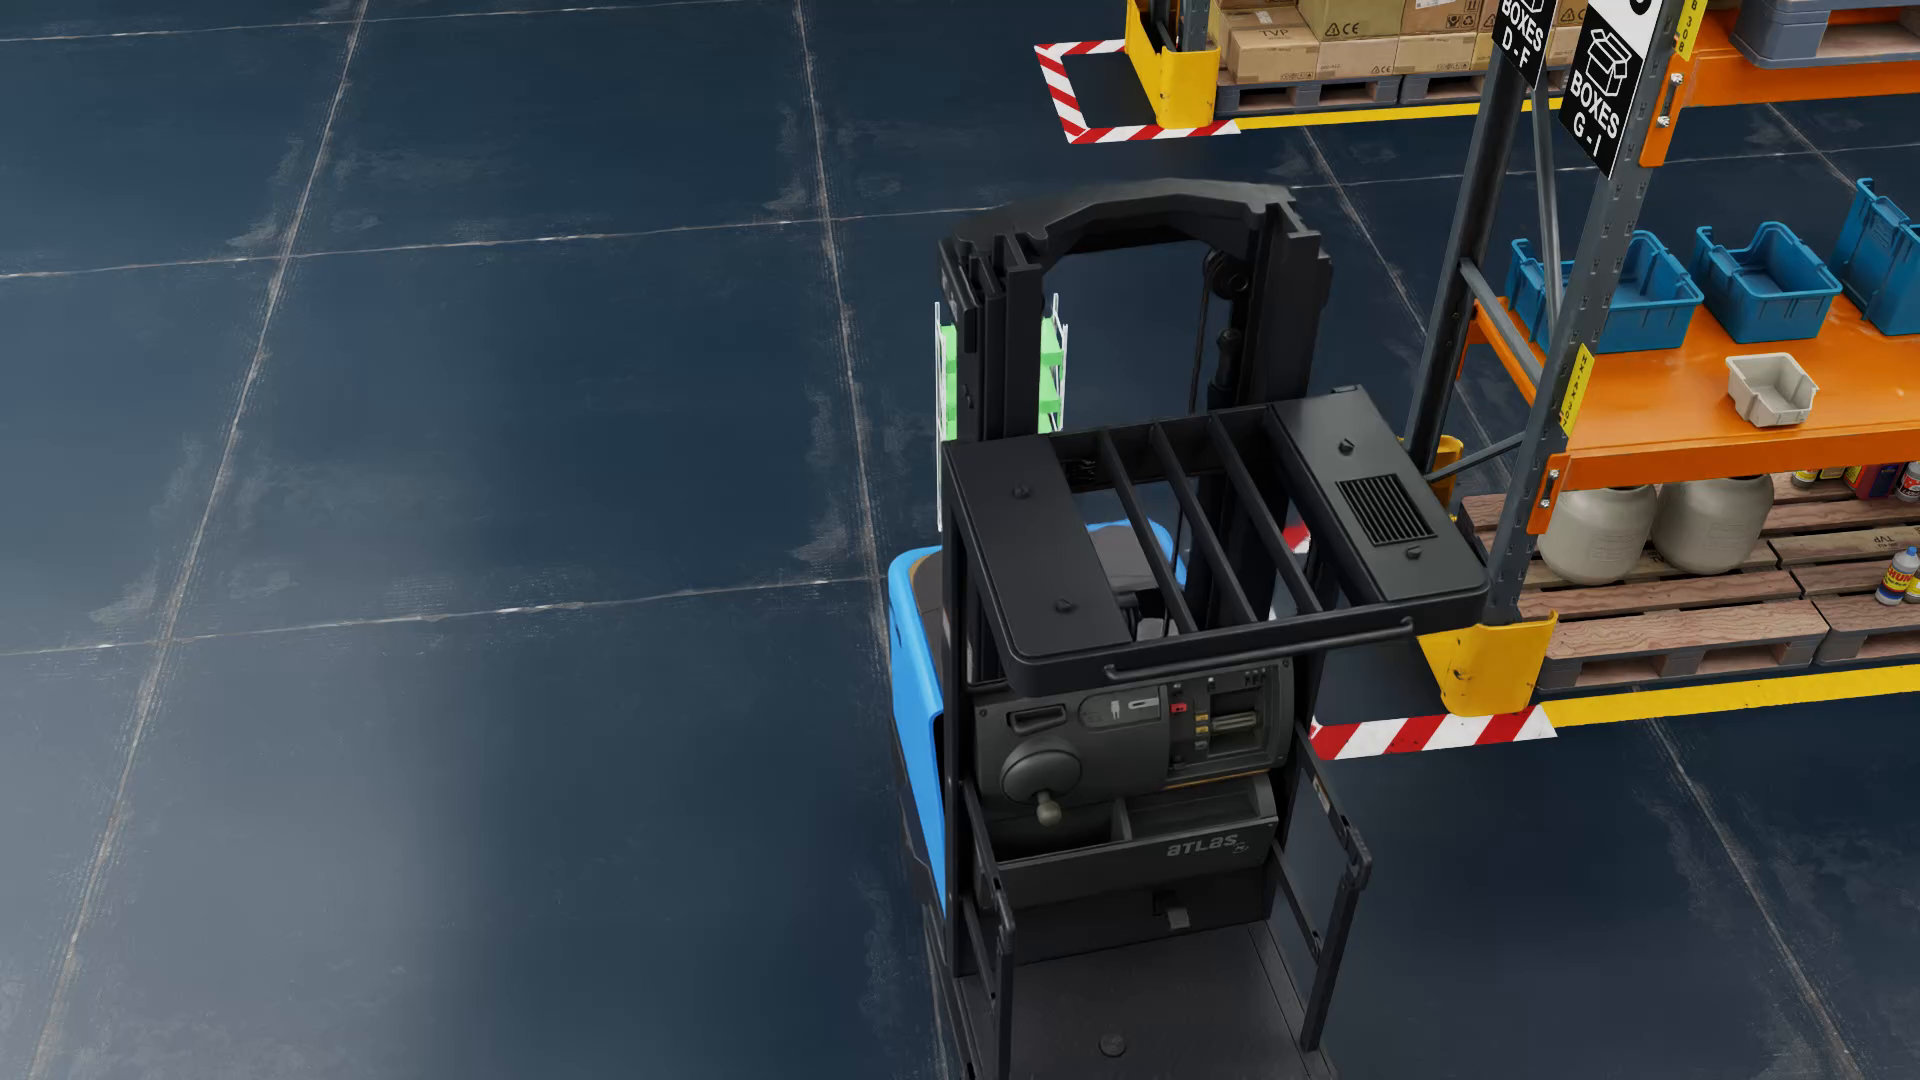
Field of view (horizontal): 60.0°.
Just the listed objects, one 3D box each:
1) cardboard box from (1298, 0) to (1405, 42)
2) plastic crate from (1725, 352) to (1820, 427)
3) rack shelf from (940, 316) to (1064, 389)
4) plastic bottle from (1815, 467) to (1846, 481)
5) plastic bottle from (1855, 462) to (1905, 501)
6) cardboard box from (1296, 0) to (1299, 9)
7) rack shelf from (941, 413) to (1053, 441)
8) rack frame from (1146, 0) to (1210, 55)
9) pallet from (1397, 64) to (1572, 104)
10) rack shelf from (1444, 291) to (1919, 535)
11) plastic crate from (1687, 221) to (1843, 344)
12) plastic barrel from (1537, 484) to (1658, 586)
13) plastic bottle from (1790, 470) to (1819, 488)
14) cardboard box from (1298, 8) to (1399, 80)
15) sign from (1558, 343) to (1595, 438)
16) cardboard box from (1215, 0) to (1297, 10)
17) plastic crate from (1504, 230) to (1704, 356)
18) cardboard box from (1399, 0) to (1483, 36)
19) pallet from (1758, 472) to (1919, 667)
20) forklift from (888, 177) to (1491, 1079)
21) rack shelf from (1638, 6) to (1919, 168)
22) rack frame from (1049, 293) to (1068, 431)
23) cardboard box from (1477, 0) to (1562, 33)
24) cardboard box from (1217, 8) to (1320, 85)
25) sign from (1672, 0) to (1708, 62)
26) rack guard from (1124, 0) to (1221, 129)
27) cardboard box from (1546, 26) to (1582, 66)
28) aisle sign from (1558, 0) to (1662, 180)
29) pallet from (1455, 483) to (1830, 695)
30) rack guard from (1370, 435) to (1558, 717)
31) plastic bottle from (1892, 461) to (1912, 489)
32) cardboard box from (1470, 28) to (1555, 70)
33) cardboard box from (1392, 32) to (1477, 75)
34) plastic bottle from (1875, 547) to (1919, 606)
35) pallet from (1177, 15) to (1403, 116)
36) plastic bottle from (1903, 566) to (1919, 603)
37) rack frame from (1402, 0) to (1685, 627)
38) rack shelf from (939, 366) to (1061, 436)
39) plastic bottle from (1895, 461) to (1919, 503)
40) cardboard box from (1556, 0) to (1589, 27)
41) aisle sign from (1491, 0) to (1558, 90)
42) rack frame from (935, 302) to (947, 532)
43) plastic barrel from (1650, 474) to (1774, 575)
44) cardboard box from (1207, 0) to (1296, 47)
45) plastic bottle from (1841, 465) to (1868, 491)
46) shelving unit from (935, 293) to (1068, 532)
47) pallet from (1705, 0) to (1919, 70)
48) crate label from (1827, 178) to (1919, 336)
[{"bbox_3d":[2.414,-3.409,10.185,0.500,0.500,0.500,-5,42,-6],"label":"cardboard box"},{"bbox_3d":[2.925,-0.528,6.008,0.250,0.136,0.298,-5,42,-6],"label":"plastic crate"},{"bbox_3d":[0.164,-0.769,6.800,0.480,0.148,0.258,-5,42,-6],"label":"rack shelf"},{"bbox_3d":[3.874,-0.390,7.357,0.133,0.283,0.061,-4,42,-4],"label":"plastic bottle"},{"bbox_3d":[4.028,-0.300,7.258,0.133,0.283,0.061,-5,42,-6],"label":"plastic bottle"},{"bbox_3d":[2.345,-3.481,10.824,0.500,0.250,0.500,-5,42,-6],"label":"cardboard box"},{"bbox_3d":[0.164,-0.412,7.122,0.480,0.148,0.258,-5,42,-6],"label":"rack shelf"},{"bbox_3d":[1.358,-4.052,9.718,0.127,3.000,1.000,-5,42,-6],"label":"rack frame"},{"bbox_3d":[3.318,-3.215,10.871,1.213,0.211,1.003,-5,42,-6],"label":"pallet"},{"bbox_3d":[3.979,-0.669,6.504,4.000,0.370,1.077,-5,42,-6],"label":"rack shelf"},{"bbox_3d":[3.098,-1.002,6.447,0.408,0.251,0.499,-5,42,-6],"label":"plastic crate"},{"bbox_3d":[2.639,-0.102,6.883,0.421,0.512,0.421,0,42,0],"label":"plastic barrel"},{"bbox_3d":[3.761,-0.337,7.360,0.097,0.201,0.097,0,42,0],"label":"plastic bottle"},{"bbox_3d":[2.414,-3.132,10.437,0.500,0.250,0.500,-5,42,-6],"label":"cardboard box"},{"bbox_3d":[2.063,-0.499,5.572,0.005,0.325,0.100,-5,42,-6],"label":"sign"},{"bbox_3d":[1.851,-3.710,10.518,0.500,0.500,0.500,-5,42,-6],"label":"cardboard box"},{"bbox_3d":[2.454,-0.949,6.389,0.616,0.251,0.499,-5,42,-6],"label":"plastic crate"},{"bbox_3d":[2.908,-3.461,10.242,0.500,0.500,0.500,-5,42,-6],"label":"cardboard box"},{"bbox_3d":[4.079,0.065,7.236,1.213,0.211,1.003,-5,42,-6],"label":"pallet"},{"bbox_3d":[0.548,0.646,4.560,1.130,2.935,3.031,-8,43,-9],"label":"forklift"},{"bbox_3d":[3.979,-1.783,5.499,4.000,0.370,1.077,-5,42,-6],"label":"rack shelf"},{"bbox_3d":[0.406,-0.481,7.103,0.015,1.200,0.240,-5,42,-6],"label":"rack frame"},{"bbox_3d":[3.406,-3.493,10.277,0.500,0.500,0.500,-5,42,-6],"label":"cardboard box"},{"bbox_3d":[1.918,-3.086,10.386,0.500,0.250,0.500,-5,42,-6],"label":"cardboard box"},{"bbox_3d":[2.063,-1.514,4.657,0.005,0.325,0.100,-5,42,-6],"label":"sign"},{"bbox_3d":[1.334,-3.122,10.553,0.348,0.500,1.175,-5,42,-6],"label":"rack guard"},{"bbox_3d":[3.902,-3.259,10.578,0.500,0.250,0.500,-5,42,-6],"label":"cardboard box"},{"bbox_3d":[1.963,-1.527,4.977,0.004,0.787,0.394,-5,42,-6],"label":"aisle sign"},{"bbox_3d":[2.872,0.169,7.121,1.213,0.211,1.003,-5,42,-6],"label":"pallet"},{"bbox_3d":[2.066,0.128,6.950,0.348,0.500,1.175,-5,42,-6],"label":"rack guard"},{"bbox_3d":[4.152,-0.380,7.352,0.135,0.276,0.152,-6,42,-7],"label":"plastic bottle"},{"bbox_3d":[3.406,-3.215,10.529,0.500,0.250,0.500,-5,42,-6],"label":"cardboard box"},{"bbox_3d":[2.910,-3.175,10.485,0.500,0.250,0.500,-5,42,-6],"label":"cardboard box"},{"bbox_3d":[3.835,0.137,6.782,0.097,0.271,0.097,0,42,0],"label":"plastic bottle"},{"bbox_3d":[2.111,-3.111,10.756,1.213,0.211,1.003,-5,42,-6],"label":"pallet"},{"bbox_3d":[3.937,0.154,6.815,0.097,0.201,0.097,0,42,0],"label":"plastic bottle"},{"bbox_3d":[1.996,-0.762,6.071,0.127,3.000,1.000,-5,42,-6],"label":"rack frame"},{"bbox_3d":[0.164,-0.591,6.961,0.480,0.148,0.258,-5,42,-6],"label":"rack shelf"},{"bbox_3d":[4.186,-0.272,7.287,0.097,0.201,0.097,0,42,0],"label":"plastic bottle"},{"bbox_3d":[3.900,-3.546,10.336,0.500,0.500,0.500,-5,42,-6],"label":"cardboard box"},{"bbox_3d":[1.886,-1.918,5.412,0.004,0.787,0.394,-5,42,-6],"label":"aisle sign"},{"bbox_3d":[-0.078,-0.439,7.056,0.015,1.200,0.240,-5,42,-6],"label":"rack frame"},{"bbox_3d":[3.136,-0.146,6.931,0.421,0.512,0.421,0,42,0],"label":"plastic barrel"},{"bbox_3d":[1.851,-3.430,10.767,0.500,0.250,0.500,-5,42,-6],"label":"cardboard box"},{"bbox_3d":[4.014,-0.368,7.339,0.135,0.276,0.152,-5,42,-5],"label":"plastic bottle"},{"bbox_3d":[0.164,-0.460,7.079,0.503,1.200,0.258,-5,42,-6],"label":"shelving unit"},{"bbox_3d":[2.829,-1.813,5.137,1.213,0.211,1.003,-5,42,-6],"label":"pallet"},{"bbox_3d":[3.786,-1.115,6.435,0.616,0.435,0.502,-5,42,-6],"label":"crate label"}]
